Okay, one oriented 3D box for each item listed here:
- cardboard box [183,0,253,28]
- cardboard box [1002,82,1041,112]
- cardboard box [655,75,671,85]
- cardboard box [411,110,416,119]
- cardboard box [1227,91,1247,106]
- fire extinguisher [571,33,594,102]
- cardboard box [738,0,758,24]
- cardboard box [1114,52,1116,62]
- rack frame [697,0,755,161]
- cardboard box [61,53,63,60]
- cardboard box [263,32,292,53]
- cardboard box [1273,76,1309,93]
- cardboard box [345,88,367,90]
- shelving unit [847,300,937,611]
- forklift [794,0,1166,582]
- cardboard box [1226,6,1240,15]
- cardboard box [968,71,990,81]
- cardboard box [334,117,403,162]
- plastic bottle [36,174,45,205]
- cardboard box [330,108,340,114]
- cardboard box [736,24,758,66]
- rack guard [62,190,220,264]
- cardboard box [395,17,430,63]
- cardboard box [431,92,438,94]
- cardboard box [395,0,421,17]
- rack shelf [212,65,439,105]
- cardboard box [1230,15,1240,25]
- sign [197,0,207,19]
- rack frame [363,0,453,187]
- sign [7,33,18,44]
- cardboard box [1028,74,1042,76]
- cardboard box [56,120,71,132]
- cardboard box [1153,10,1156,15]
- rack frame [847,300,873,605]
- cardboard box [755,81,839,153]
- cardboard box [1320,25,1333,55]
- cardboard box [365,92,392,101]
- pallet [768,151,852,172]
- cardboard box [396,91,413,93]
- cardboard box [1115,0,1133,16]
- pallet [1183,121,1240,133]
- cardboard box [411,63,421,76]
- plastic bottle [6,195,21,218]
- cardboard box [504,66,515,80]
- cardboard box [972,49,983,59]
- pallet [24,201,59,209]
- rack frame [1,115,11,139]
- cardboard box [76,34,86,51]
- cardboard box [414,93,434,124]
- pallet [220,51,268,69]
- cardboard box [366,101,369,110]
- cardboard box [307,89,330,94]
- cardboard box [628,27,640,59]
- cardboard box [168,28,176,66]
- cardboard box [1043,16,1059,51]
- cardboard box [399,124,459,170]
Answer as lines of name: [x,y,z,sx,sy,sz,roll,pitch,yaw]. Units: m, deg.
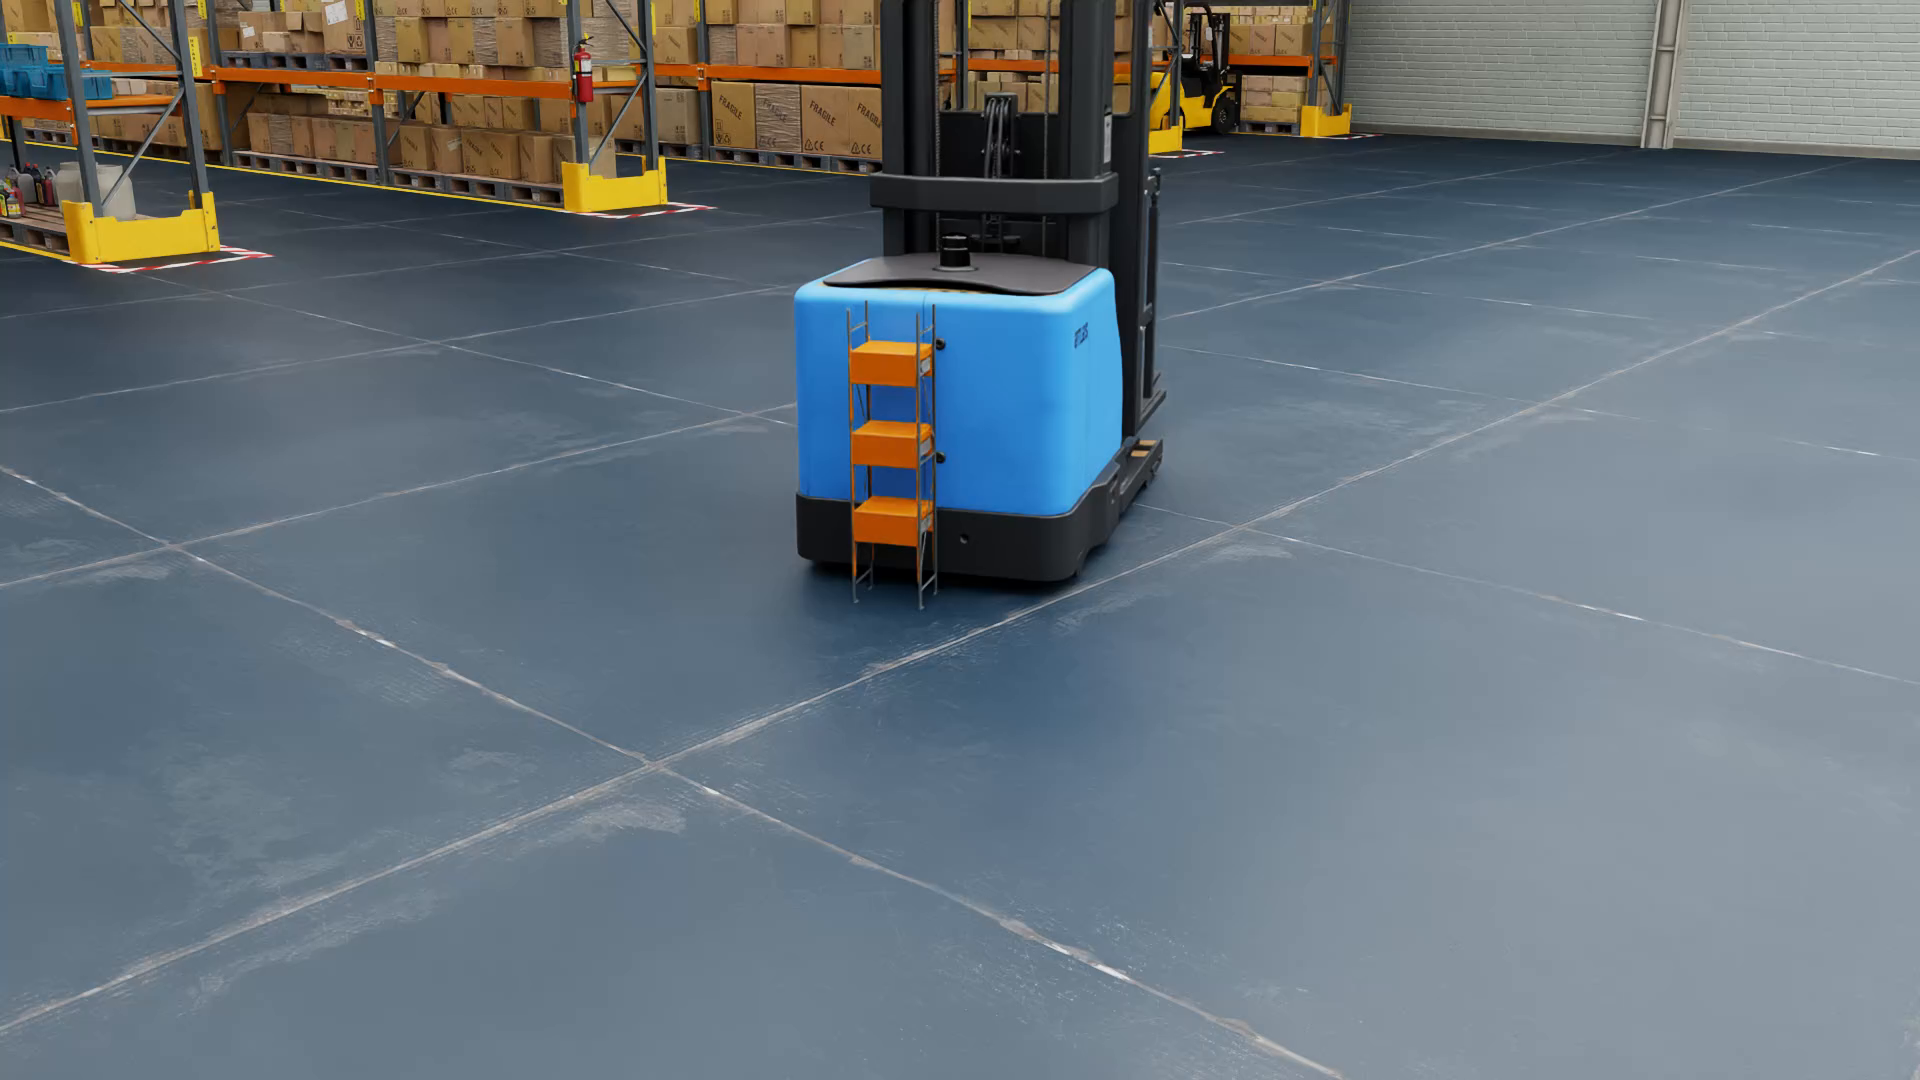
cardboard box: [-10.161,-7.287,22.791,0.637,0.503,0.797,16,24,41]
cardboard box: [1.002,-6.908,26.032,0.500,0.500,0.500,17,24,42]
cardboard box: [-5.521,-8.737,32.002,0.875,0.875,0.875,16,24,41]
cardboard box: [-9.506,-7.557,29.482,0.250,0.149,0.380,16,24,41]
cardboard box: [4.889,-7.727,29.027,0.500,0.250,0.500,14,23,38]
fire extinguisher: [-3.861,-4.841,17.033,0.183,0.674,0.296,15,23,39]
cardboard box: [-2.523,-7.330,22.716,0.550,0.550,0.875,15,23,39]
cardboard box: [2.252,-7.180,24.691,0.250,0.149,0.380,15,23,39]
rack frame: [-3.265,-6.910,23.425,0.127,3.000,1.000,15,23,39]
cardboard box: [-13.446,-7.385,25.337,0.250,0.149,0.380,15,23,38]
cardboard box: [-8.524,-6.351,21.219,0.500,0.250,0.500,14,22,38]
cardboard box: [5.678,-7.759,28.298,0.500,0.250,0.500,16,24,41]
cardboard box: [-11.097,-8.242,30.658,0.250,0.149,0.380,14,22,37]
shelving unit: [-0.231,-0.290,5.789,0.252,1.050,0.215,5,18,15]
forklift: [0.292,-1.656,6.986,1.130,2.935,3.031,5,18,15]
cardboard box: [4.800,-9.127,28.682,0.250,0.149,0.380,16,23,40]
cardboard box: [0.261,-7.388,26.471,0.250,0.149,0.380,15,23,40]
cardboard box: [-7.422,-5.054,20.984,0.500,0.500,0.700,15,23,39]
plastic bottle: [-8.911,-3.406,16.150,0.133,0.283,0.061,15,23,39]
cardboard box: [-11.119,-7.725,30.013,0.250,0.149,0.380,14,22,37]
cardboard box: [-2.555,-6.805,22.846,0.550,0.550,0.875,15,23,39]
rack guard: [-7.017,-2.697,14.284,0.348,0.500,1.175,15,23,39]
cardboard box: [-5.987,-5.785,19.223,0.500,0.500,0.875,15,23,39]
cardboard box: [-8.471,-7.568,27.697,0.500,0.250,0.500,16,24,41]
cardboard box: [-6.090,-6.226,18.961,0.500,0.500,0.500,15,23,39]
rack shelf: [-8.129,-5.867,21.327,4.000,0.370,1.077,15,23,39]
cardboard box: [4.808,-8.986,28.729,0.250,0.149,0.380,15,23,40]
sign: [-9.990,-7.037,21.911,0.005,0.325,0.100,15,23,39]
rack frame: [-6.633,-5.808,19.953,0.127,3.000,1.000,15,23,39]
sign: [-9.547,-4.941,16.766,0.005,0.325,0.100,15,23,39]
cardboard box: [1.197,-8.787,32.573,0.625,0.625,0.875,16,24,41]
cardboard box: [-13.730,-6.933,26.316,0.875,0.875,0.875,15,23,39]
cardboard box: [3.546,-9.513,29.899,0.250,0.149,0.380,15,23,40]
rack frame: [-0.348,-0.300,5.821,0.008,1.050,0.200,5,18,15]
cardboard box: [-2.164,-5.775,22.668,0.875,0.875,0.875,15,23,40]
cardboard box: [6.043,-8.581,28.525,0.500,0.500,0.500,16,24,41]
cardboard box: [-10.238,-7.814,29.309,0.250,0.149,0.380,16,24,41]
pallet: [-1.831,-5.165,22.538,1.213,0.211,1.003,15,23,39]
cardboard box: [-9.757,-7.865,29.471,0.250,0.149,0.380,15,23,39]
cardboard box: [2.410,-7.966,24.444,0.500,0.500,0.700,14,23,38]
pallet: [4.721,-7.431,29.676,1.213,0.211,1.003,15,23,39]
cardboard box: [-6.095,-5.432,19.183,0.250,0.149,0.380,15,23,39]
plastic bottle: [-8.593,-3.030,15.098,0.097,0.201,0.097,0,18,0]
cardboard box: [-4.735,-5.098,18.131,0.250,0.149,0.380,15,23,39]
cardboard box: [0.410,-7.709,26.359,0.250,0.149,0.380,15,23,39]
pallet: [-9.446,-3.214,16.389,1.213,0.211,1.003,15,23,39]
rack frame: [-15.608,-8.217,27.545,0.127,3.000,1.000,15,23,39]
cardboard box: [-13.121,-7.514,25.084,0.500,0.250,0.500,14,23,38]
cardboard box: [-8.872,-7.316,28.145,0.500,0.500,0.500,16,24,41]
pallet: [-9.021,-6.401,22.138,1.003,0.211,1.213,15,23,39]
cardboard box: [-10.240,-7.664,29.330,0.250,0.149,0.380,15,23,40]
cardboard box: [-11.684,-8.154,30.382,0.250,0.149,0.380,15,23,39]
cardboard box: [-4.589,-7.205,24.189,0.500,0.500,0.500,15,23,40]
cardboard box: [-10.527,-6.803,22.924,0.500,0.500,0.500,15,23,39]
cardboard box: [1.605,-7.686,25.213,0.500,0.500,0.500,15,23,39]
cardboard box: [-6.360,-4.727,19.986,0.500,0.500,0.500,14,22,38]
